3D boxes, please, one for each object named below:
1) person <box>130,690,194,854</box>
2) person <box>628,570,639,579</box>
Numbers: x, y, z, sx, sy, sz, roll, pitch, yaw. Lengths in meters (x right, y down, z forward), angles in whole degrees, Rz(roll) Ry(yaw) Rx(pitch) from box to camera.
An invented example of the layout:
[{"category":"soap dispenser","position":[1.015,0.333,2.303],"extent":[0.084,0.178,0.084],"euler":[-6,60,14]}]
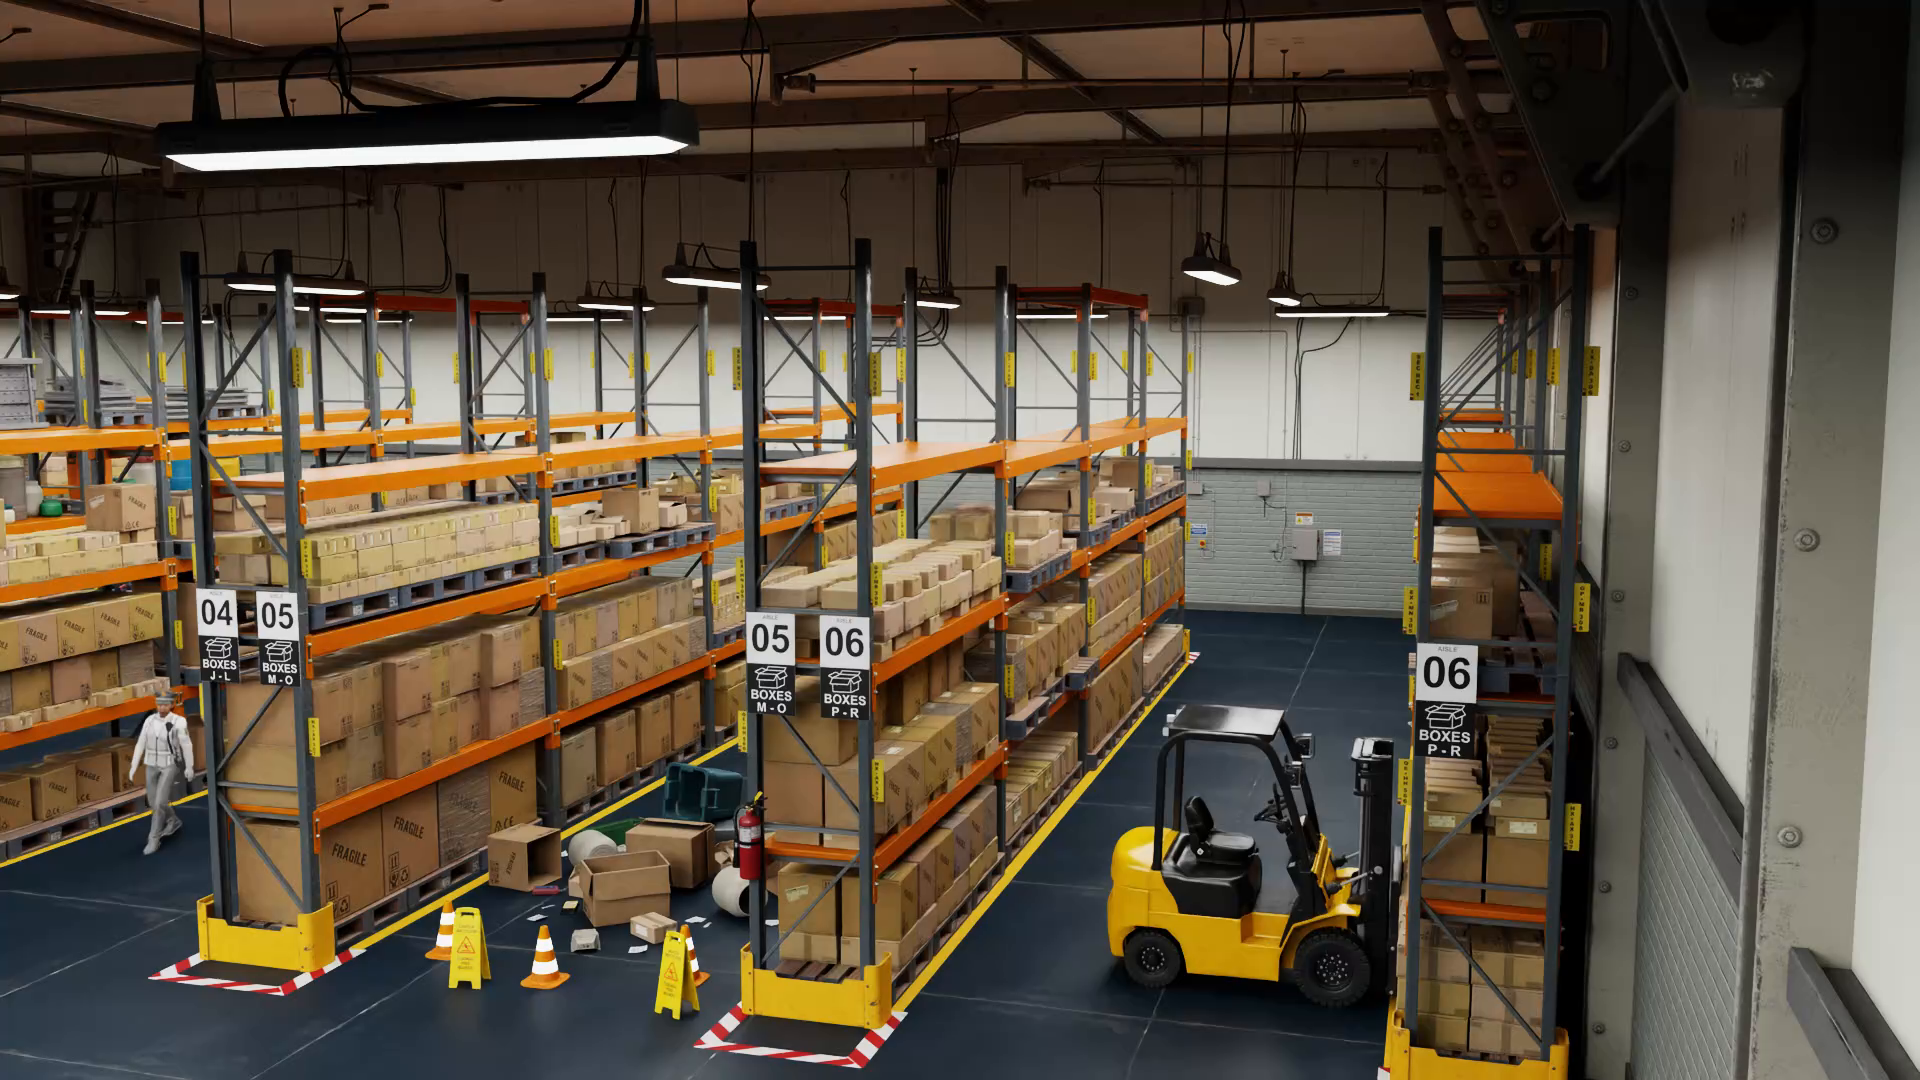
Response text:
[{"category":"person","position":[-8.392,2.408,17.512],"extent":[0.566,1.685,0.718],"euler":[0,6,2]},{"category":"person","position":[-5.412,1.238,28.068],"extent":[0.421,1.562,0.768],"euler":[2,7,14]}]
